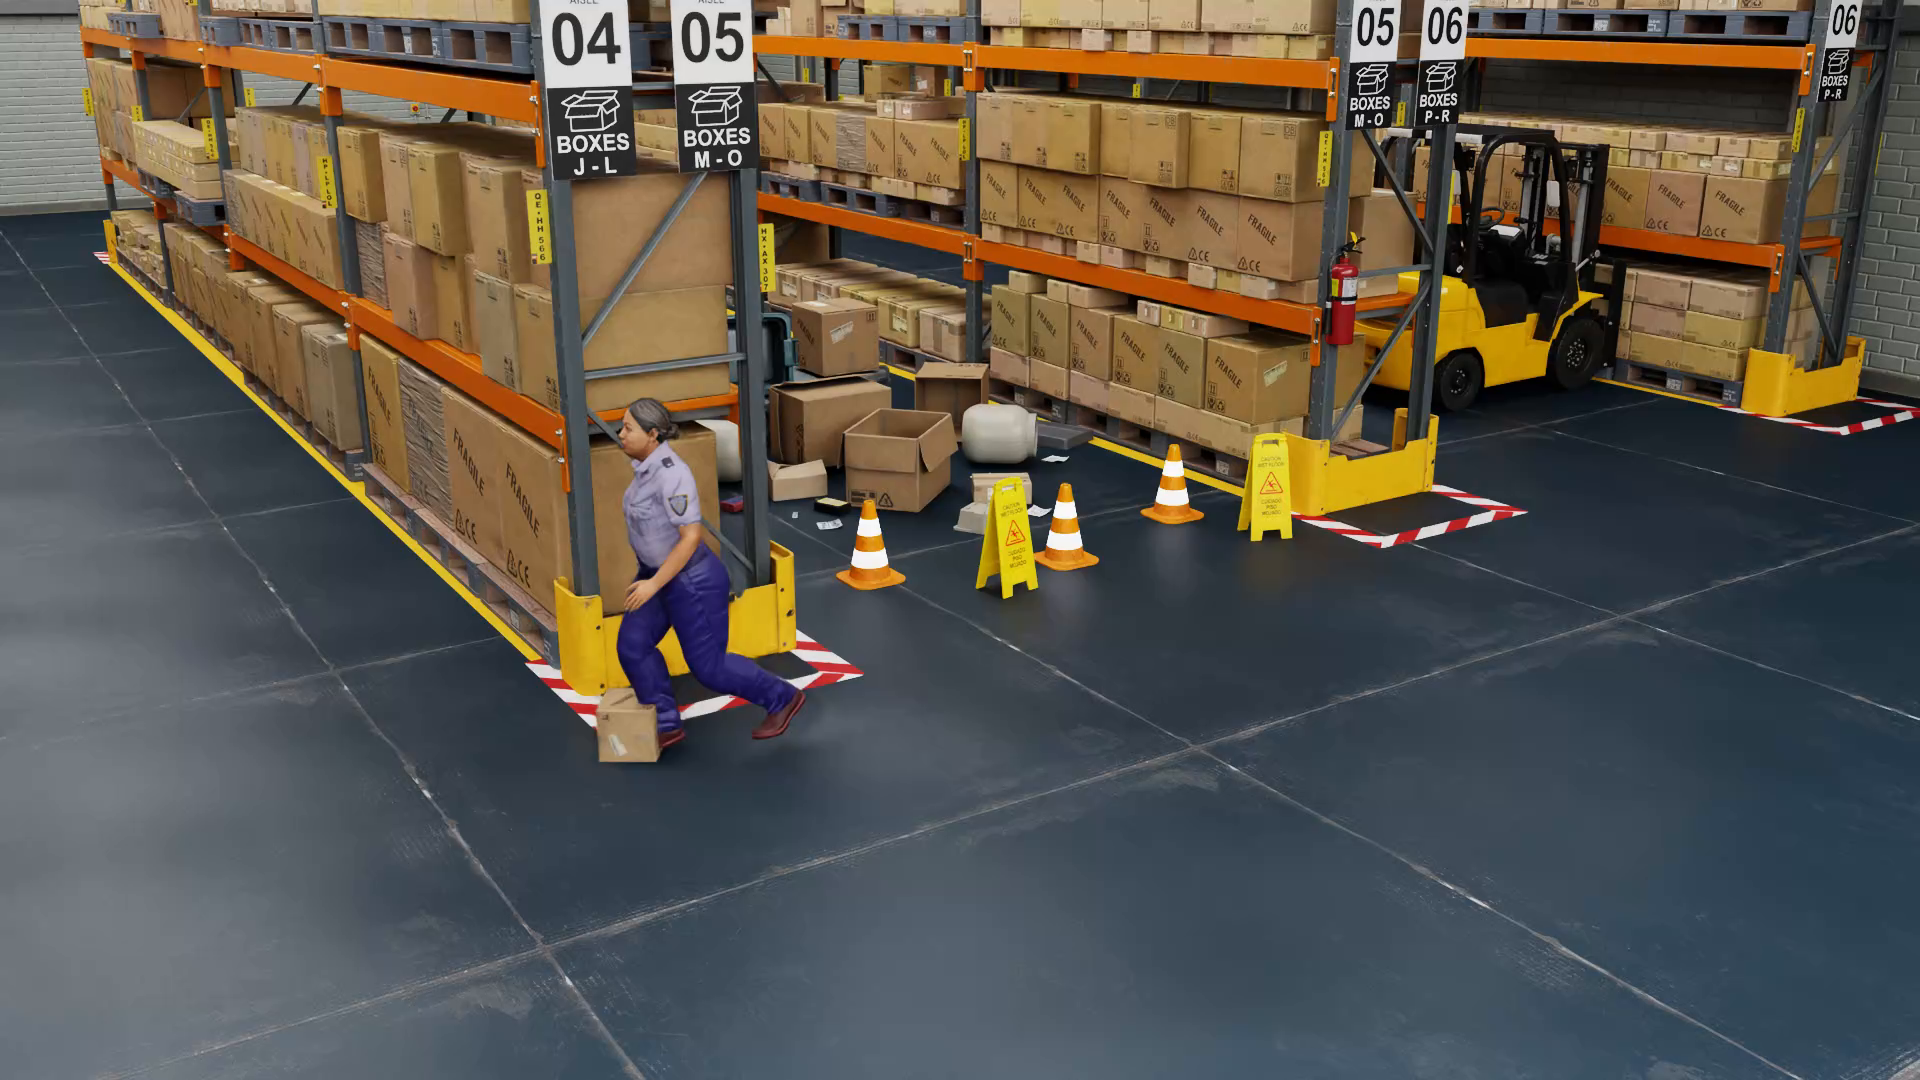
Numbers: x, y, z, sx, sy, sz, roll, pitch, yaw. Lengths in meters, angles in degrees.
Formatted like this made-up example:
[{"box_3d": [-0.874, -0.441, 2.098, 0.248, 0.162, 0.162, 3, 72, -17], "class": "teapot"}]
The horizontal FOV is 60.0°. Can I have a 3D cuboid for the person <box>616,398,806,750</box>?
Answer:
[{"box_3d": [-1.111, 0.165, 7.134, 0.814, 1.627, 0.580, -11, 21, -30], "class": "person"}]
